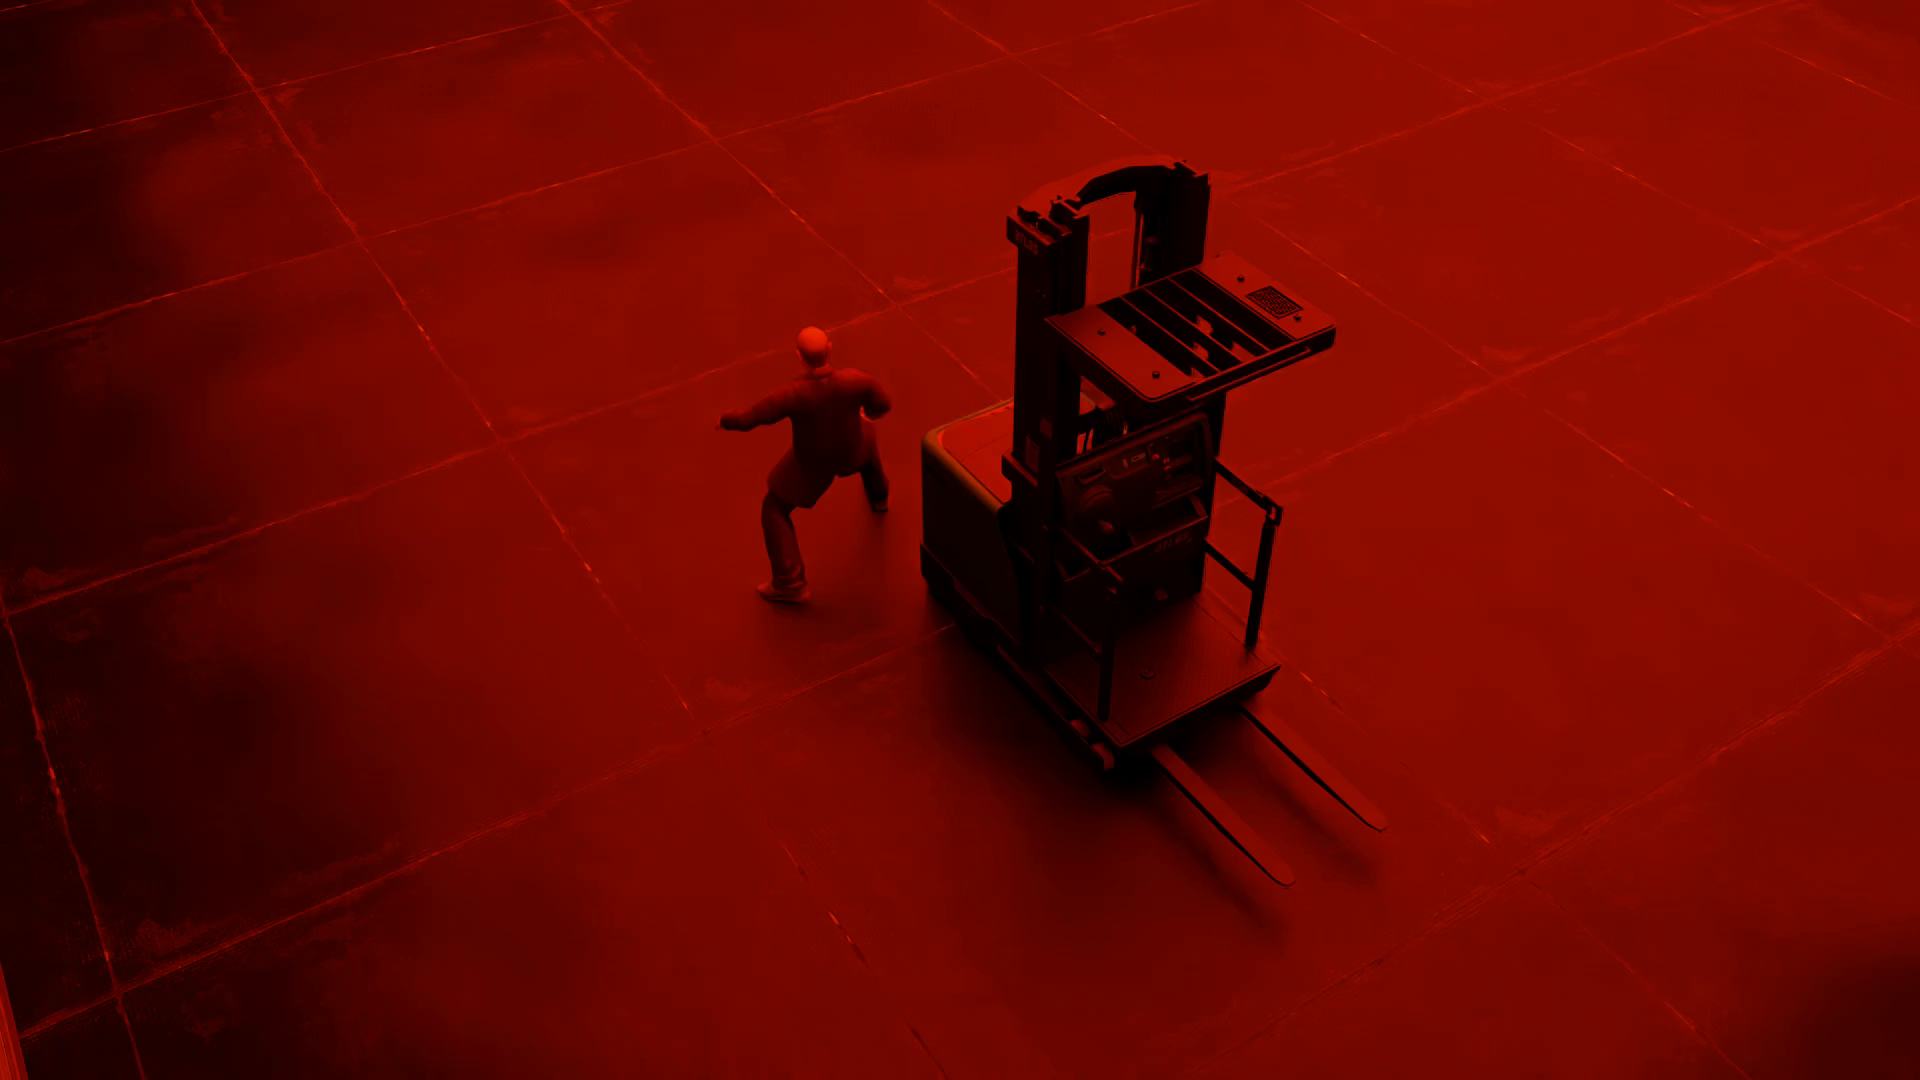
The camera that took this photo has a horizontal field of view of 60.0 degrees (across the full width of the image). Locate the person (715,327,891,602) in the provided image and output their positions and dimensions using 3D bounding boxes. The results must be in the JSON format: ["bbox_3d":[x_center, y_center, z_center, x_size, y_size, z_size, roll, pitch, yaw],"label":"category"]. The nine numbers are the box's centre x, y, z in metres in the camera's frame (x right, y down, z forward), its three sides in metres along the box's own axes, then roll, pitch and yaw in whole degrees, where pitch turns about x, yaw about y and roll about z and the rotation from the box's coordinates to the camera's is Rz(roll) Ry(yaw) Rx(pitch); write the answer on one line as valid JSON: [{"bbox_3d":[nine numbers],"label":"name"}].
[{"bbox_3d":[-0.841,-0.554,9.558,1.037,1.650,0.984,-13,43,-15],"label":"person"}]

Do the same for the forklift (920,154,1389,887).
[{"bbox_3d":[0.997,-0.245,8.152,1.130,2.935,3.031,-23,46,-24],"label":"forklift"}]
